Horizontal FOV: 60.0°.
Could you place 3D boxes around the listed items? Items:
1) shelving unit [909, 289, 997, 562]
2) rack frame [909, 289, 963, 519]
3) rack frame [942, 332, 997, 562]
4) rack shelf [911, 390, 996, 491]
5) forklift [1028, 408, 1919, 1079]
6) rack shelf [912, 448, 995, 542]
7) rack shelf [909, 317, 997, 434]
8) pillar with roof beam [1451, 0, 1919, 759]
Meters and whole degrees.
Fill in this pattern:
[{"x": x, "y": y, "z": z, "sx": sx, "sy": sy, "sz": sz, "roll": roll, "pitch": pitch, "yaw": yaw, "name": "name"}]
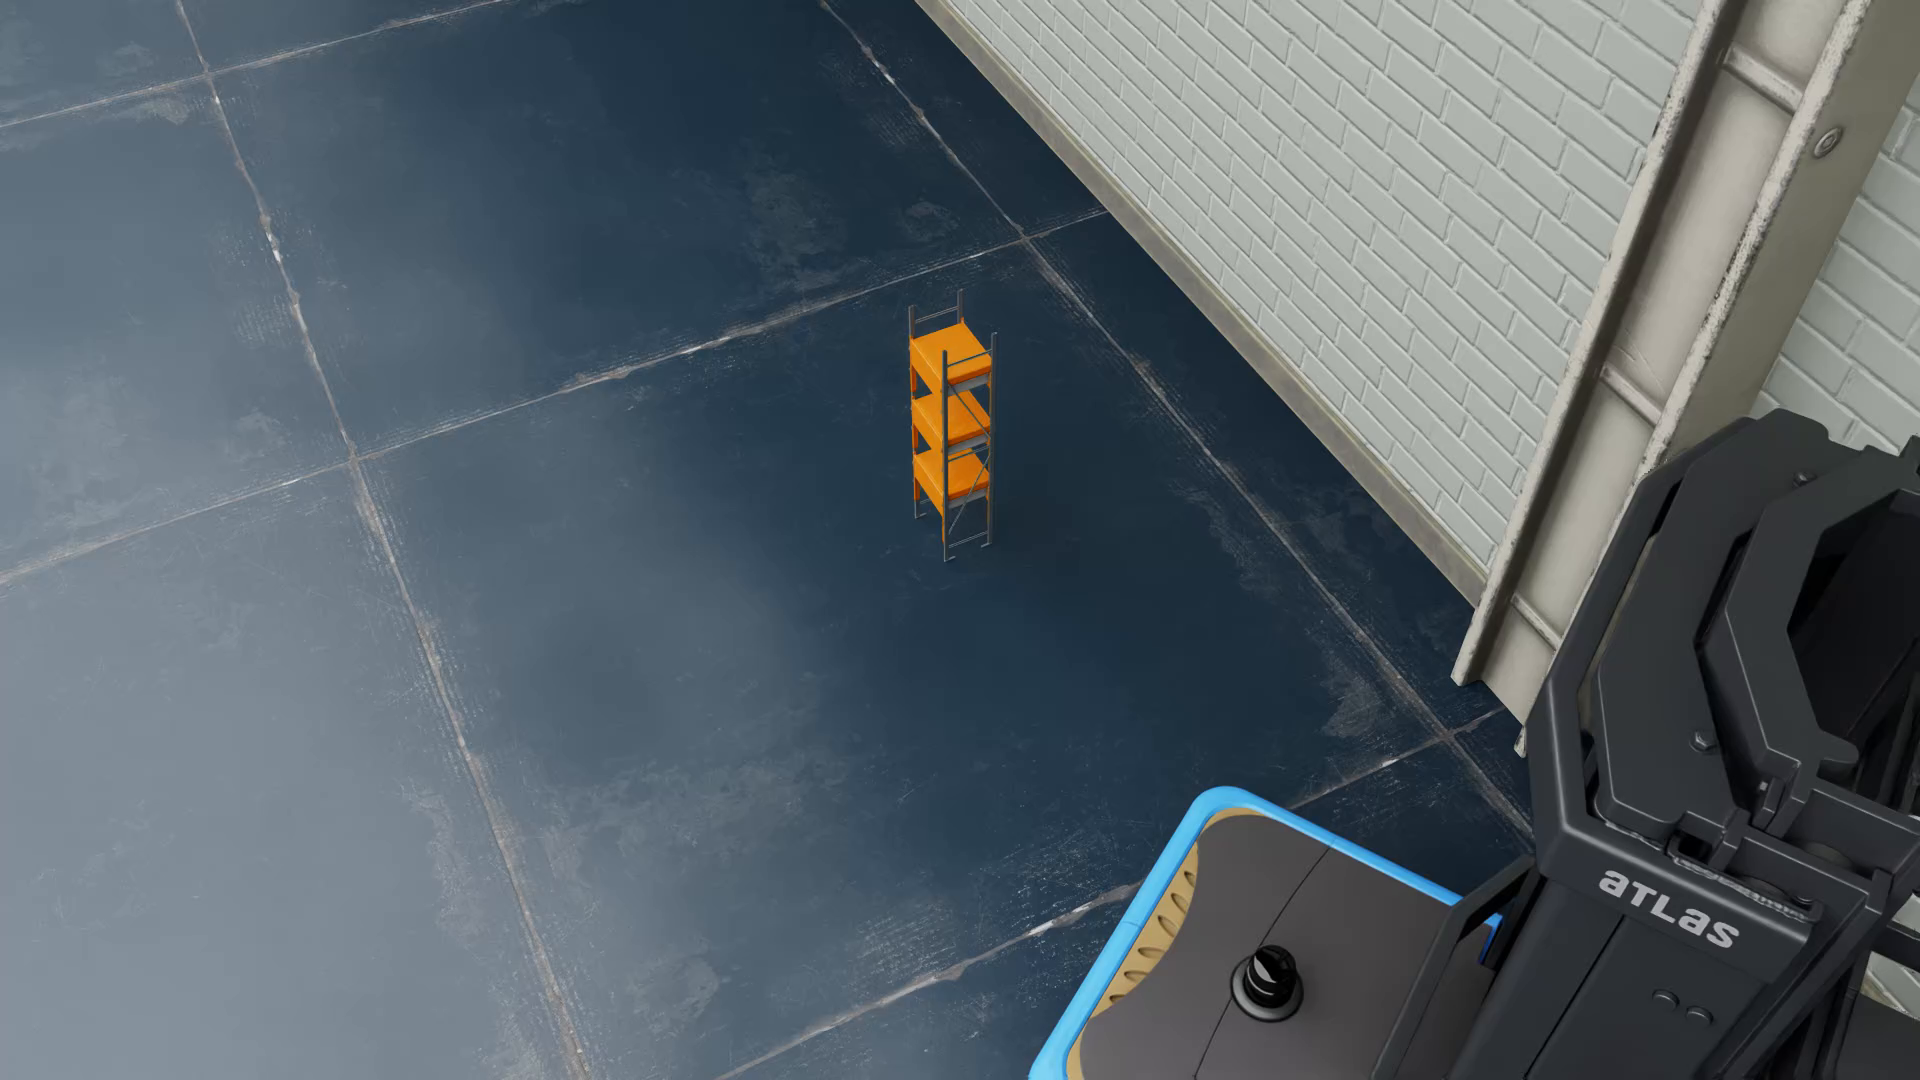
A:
[{"x": -0.025, "y": -0.381, "z": 5.886, "sx": 0.215, "sy": 1.050, "sz": 0.252, "roll": -21, "pitch": 52, "yaw": -18, "name": "shelving unit"}, {"x": -0.080, "y": -0.463, "z": 5.958, "sx": 0.200, "sy": 1.050, "sz": 0.008, "roll": -21, "pitch": 52, "yaw": -18, "name": "rack frame"}, {"x": 0.031, "y": -0.300, "z": 5.815, "sx": 0.200, "sy": 1.050, "sz": 0.008, "roll": -21, "pitch": 52, "yaw": -18, "name": "rack frame"}, {"x": -0.025, "y": -0.374, "z": 5.894, "sx": 0.215, "sy": 0.259, "sz": 0.240, "roll": -21, "pitch": 52, "yaw": -18, "name": "rack shelf"}, {"x": 1.664, "y": 1.247, "z": 3.212, "sx": 3.031, "sy": 2.935, "sz": 1.130, "roll": 25, "pitch": 53, "yaw": 20, "name": "forklift"}, {"x": -0.025, "y": -0.191, "z": 6.103, "sx": 0.215, "sy": 0.259, "sz": 0.240, "roll": -21, "pitch": 52, "yaw": -18, "name": "rack shelf"}, {"x": -0.025, "y": -0.561, "z": 5.680, "sx": 0.215, "sy": 0.259, "sz": 0.240, "roll": -21, "pitch": 52, "yaw": -18, "name": "rack shelf"}, {"x": -1.883, "y": -0.925, "z": 1.081, "sx": 9.100, "sy": 9.000, "sz": 0.400, "roll": -21, "pitch": 52, "yaw": -18, "name": "pillar with roof beam"}]
